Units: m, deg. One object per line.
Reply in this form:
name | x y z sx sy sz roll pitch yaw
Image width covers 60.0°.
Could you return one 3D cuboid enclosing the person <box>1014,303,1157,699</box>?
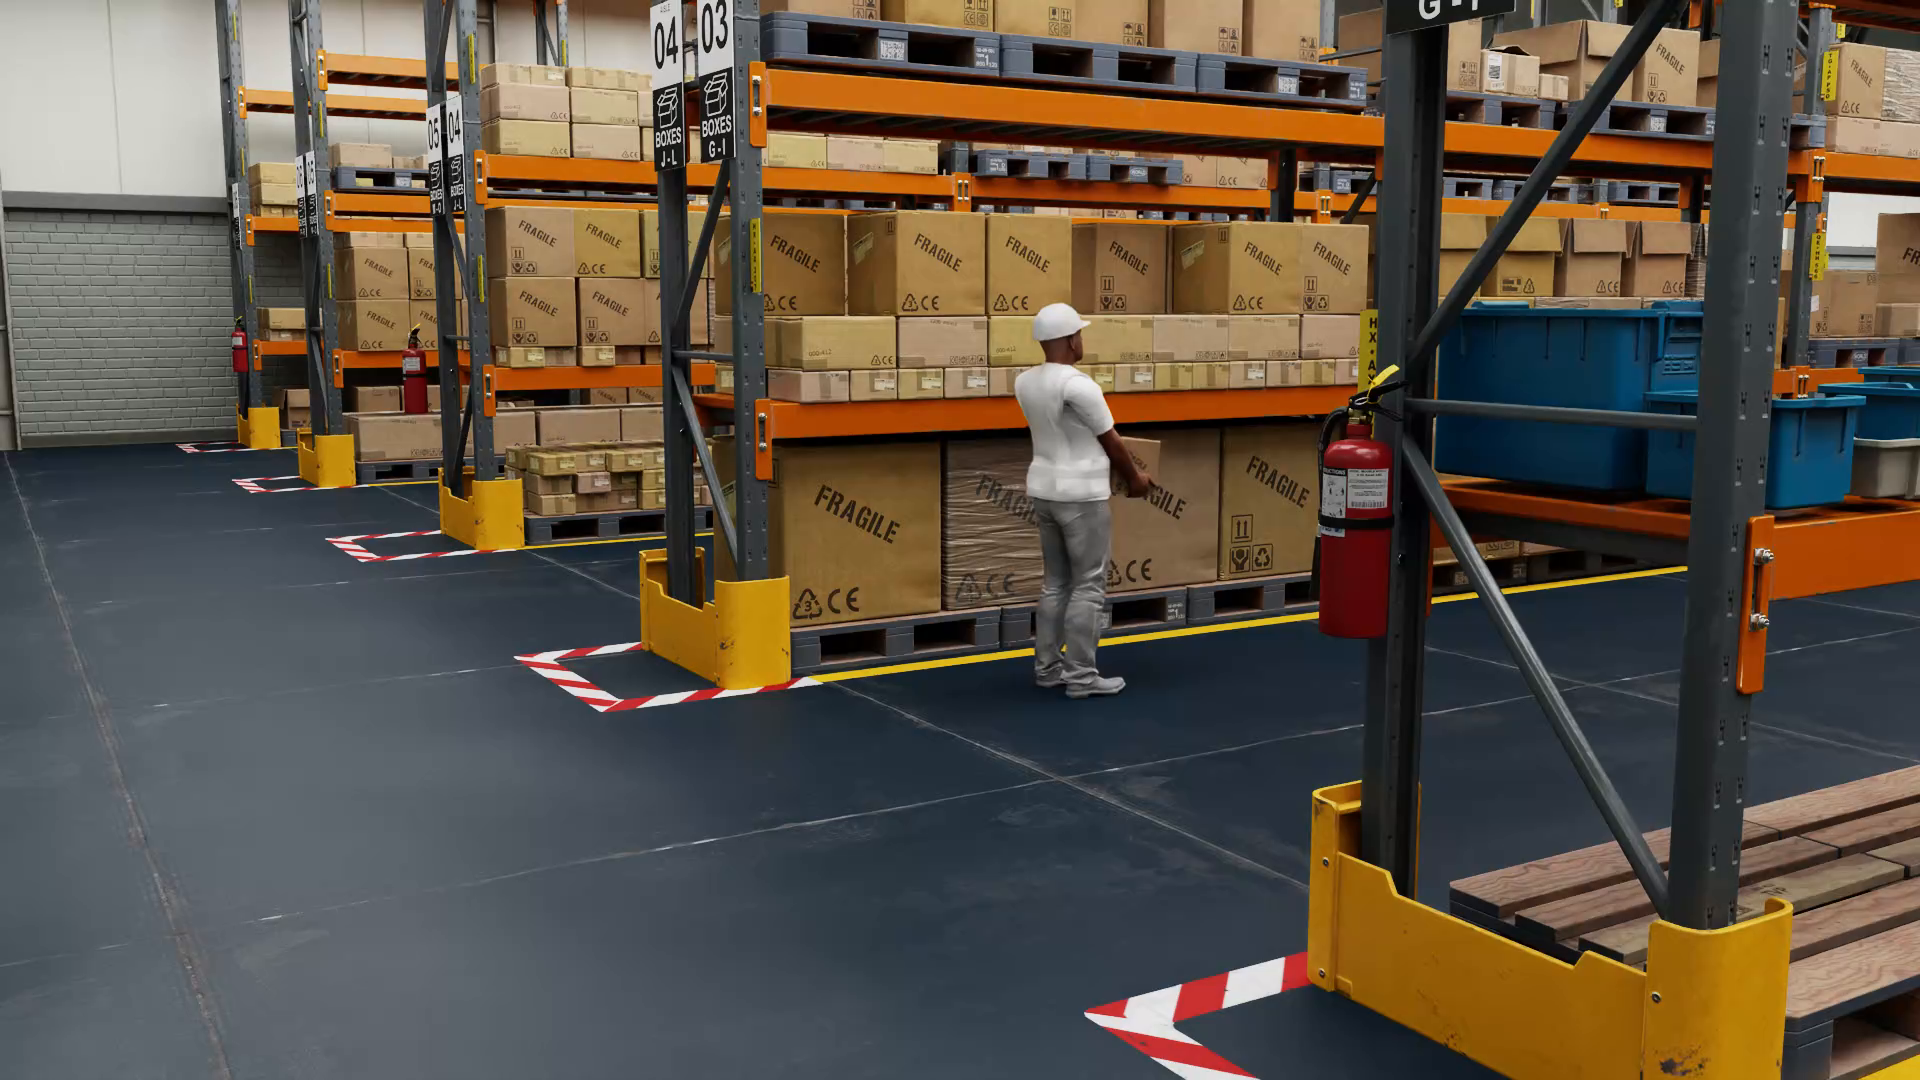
person | 0.575 -0.191 7.587 0.576 1.765 0.507 -5 9 -31
